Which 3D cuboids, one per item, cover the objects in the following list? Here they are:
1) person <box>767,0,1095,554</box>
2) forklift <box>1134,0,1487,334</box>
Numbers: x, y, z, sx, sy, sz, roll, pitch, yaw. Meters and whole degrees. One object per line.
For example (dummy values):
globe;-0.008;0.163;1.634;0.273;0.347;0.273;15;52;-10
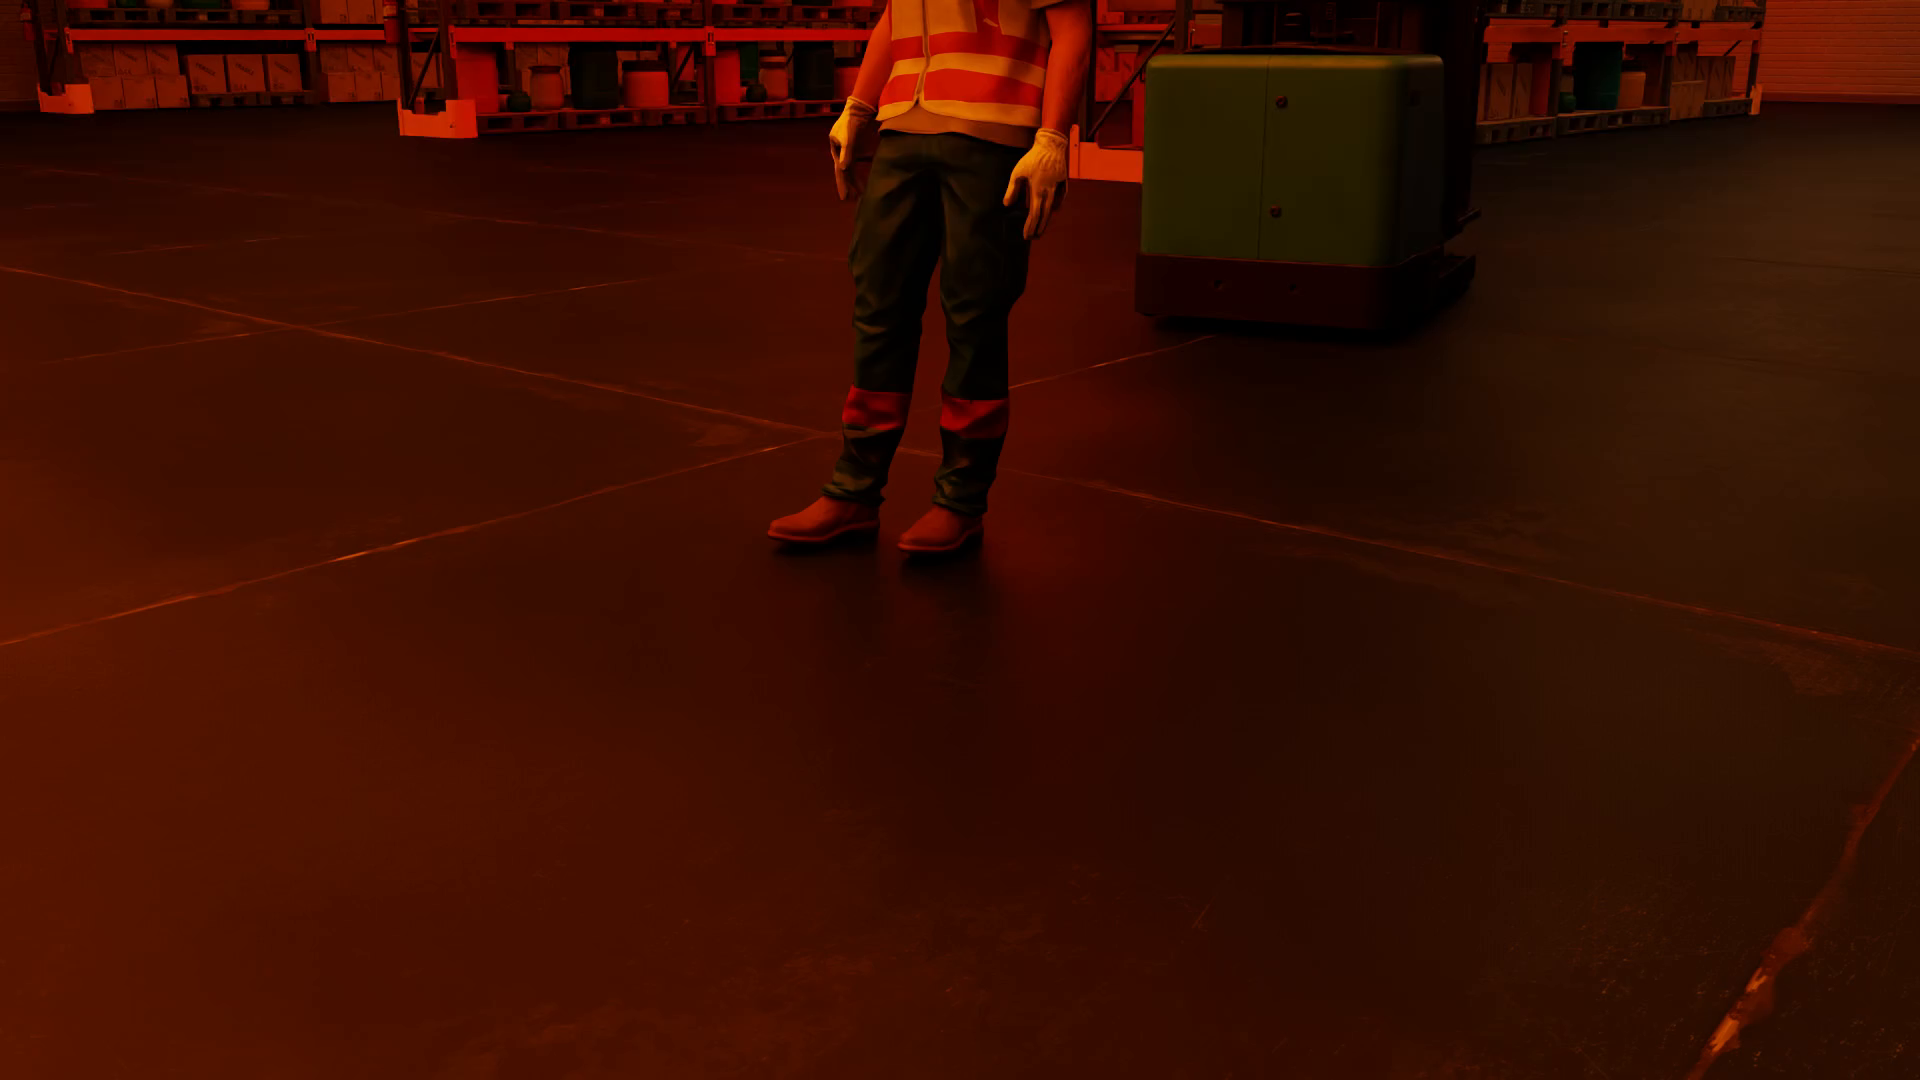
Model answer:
person;-0.060;-0.848;3.628;0.637;1.787;0.564;13;21;37
forklift;1.794;-2.586;7.415;1.130;2.935;3.031;8;19;24
